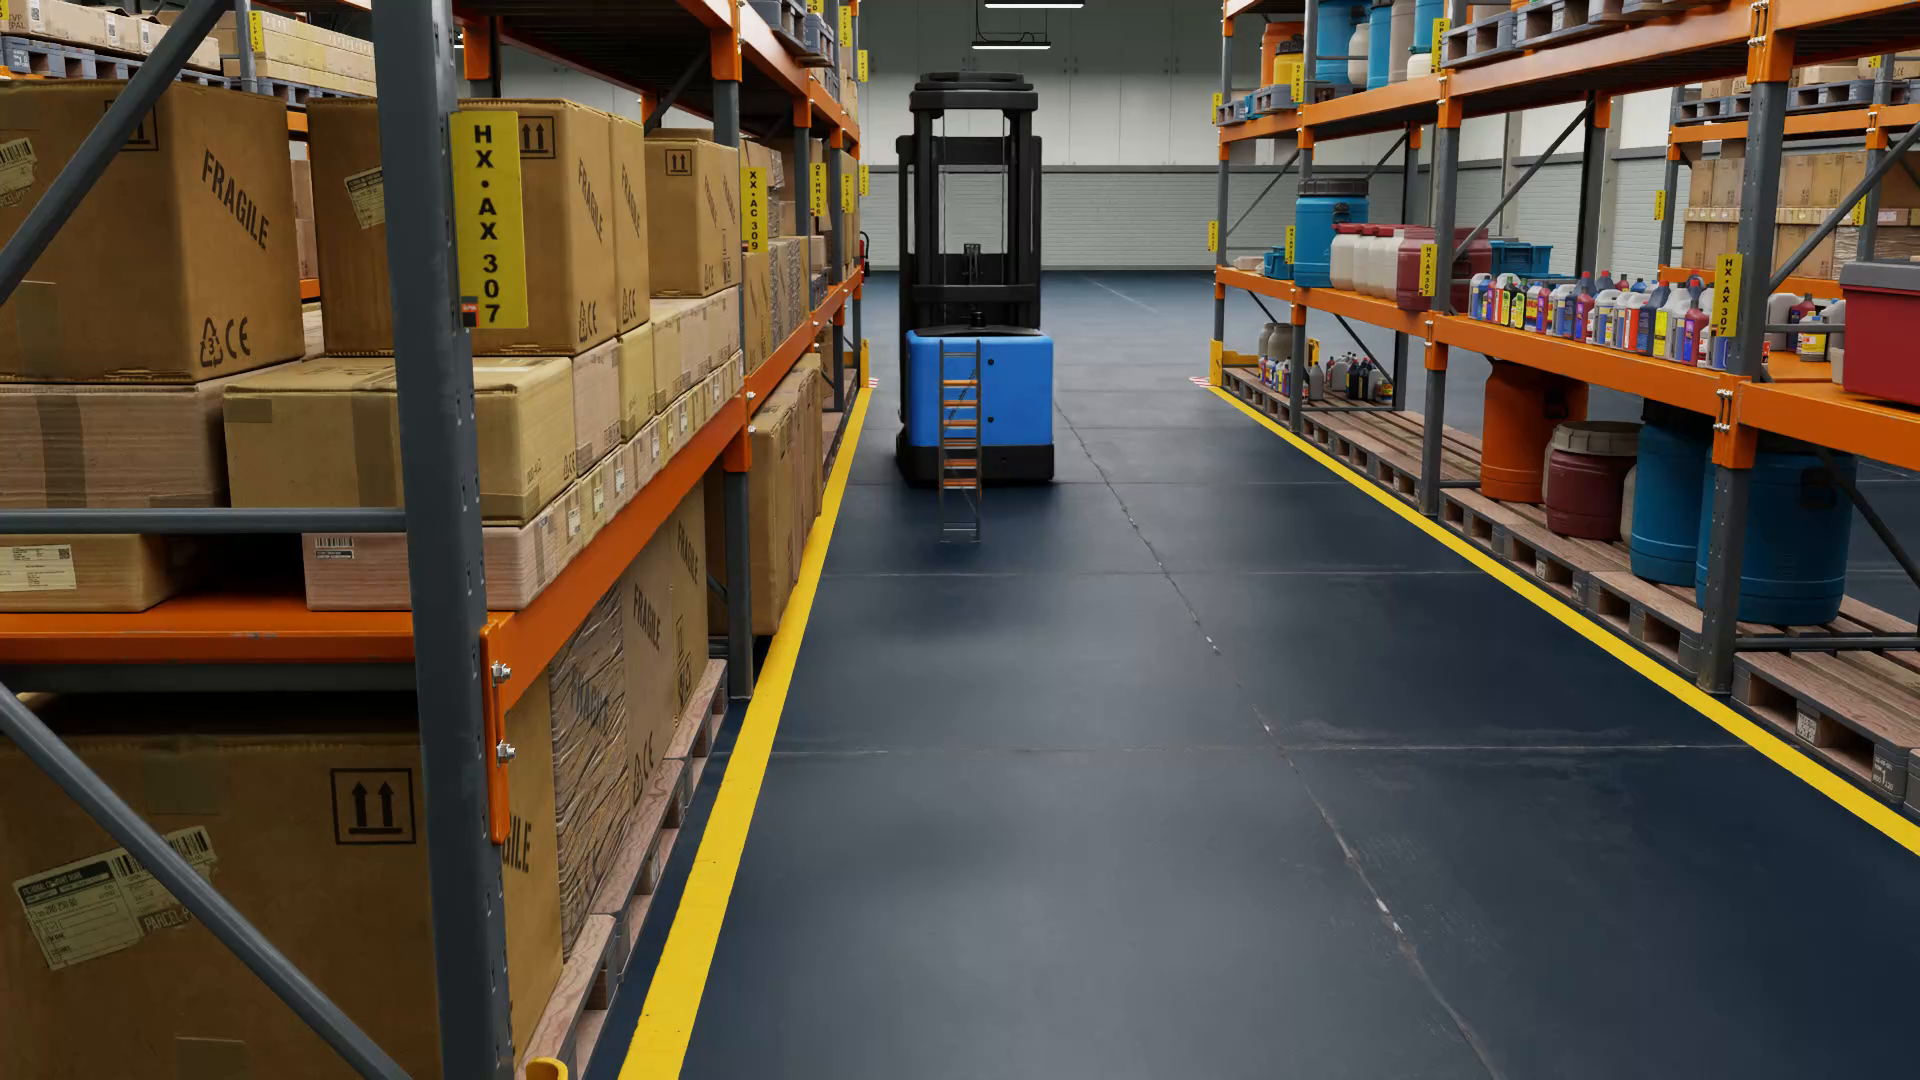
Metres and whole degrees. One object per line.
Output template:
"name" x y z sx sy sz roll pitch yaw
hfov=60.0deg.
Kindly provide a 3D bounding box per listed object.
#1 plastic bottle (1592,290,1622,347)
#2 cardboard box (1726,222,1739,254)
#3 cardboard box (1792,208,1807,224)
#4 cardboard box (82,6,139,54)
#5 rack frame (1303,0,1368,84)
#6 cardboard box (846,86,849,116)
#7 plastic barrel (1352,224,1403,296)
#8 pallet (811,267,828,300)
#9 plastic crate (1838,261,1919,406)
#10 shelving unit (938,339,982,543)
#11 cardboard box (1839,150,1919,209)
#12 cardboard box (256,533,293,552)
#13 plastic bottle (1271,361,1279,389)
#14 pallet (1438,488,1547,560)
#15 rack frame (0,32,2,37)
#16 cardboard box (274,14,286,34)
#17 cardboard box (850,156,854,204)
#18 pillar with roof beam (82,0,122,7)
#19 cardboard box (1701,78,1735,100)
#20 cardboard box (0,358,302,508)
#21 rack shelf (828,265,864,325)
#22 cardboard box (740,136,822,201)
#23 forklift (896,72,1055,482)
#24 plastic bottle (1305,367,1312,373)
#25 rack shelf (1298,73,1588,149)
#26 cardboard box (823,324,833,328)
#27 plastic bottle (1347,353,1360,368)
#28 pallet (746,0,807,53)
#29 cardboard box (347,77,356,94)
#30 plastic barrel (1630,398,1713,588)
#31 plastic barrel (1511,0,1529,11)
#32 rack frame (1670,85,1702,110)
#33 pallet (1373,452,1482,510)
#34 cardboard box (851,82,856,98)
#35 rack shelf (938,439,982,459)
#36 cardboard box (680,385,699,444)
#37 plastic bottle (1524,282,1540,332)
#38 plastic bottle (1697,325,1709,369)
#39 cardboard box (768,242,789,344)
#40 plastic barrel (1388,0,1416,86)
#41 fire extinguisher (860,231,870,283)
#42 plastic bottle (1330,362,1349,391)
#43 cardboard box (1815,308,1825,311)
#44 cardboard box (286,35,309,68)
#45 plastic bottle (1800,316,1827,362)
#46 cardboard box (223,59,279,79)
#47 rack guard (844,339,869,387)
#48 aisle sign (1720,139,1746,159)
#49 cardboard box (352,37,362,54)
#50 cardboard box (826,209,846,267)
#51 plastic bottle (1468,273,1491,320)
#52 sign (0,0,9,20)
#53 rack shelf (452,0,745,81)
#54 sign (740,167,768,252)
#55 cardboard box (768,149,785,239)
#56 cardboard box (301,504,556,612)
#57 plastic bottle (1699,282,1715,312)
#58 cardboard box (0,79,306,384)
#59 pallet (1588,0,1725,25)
"plastic bottle" 3.239 -1.100 8.250 0.152 0.276 0.135 0 11 -1
"cardboard box" 8.318 -2.996 17.032 0.700 0.500 0.500 0 11 -1
"cardboard box" 8.144 -3.070 15.767 0.380 0.149 0.250 0 11 -1
"cardboard box" -6.215 -3.640 11.831 0.500 0.311 0.500 0 11 -2
"rack frame" 3.431 -5.369 13.889 1.000 3.000 0.127 0 11 -1
"cardboard box" -1.290 -4.099 15.553 0.500 0.250 0.500 -1 11 -3
"plastic barrel" 3.247 -2.158 12.811 0.433 0.535 0.433 0 11 0
"pallet" -1.520 -1.912 12.423 1.003 0.211 1.213 0 11 -1
"plastic crate" 3.364 -0.720 5.754 0.402 0.464 0.583 0 11 -1
"shelving unit" 0.000 -0.591 9.954 0.258 1.200 0.189 0 11 -1
"cardboard box" 8.368 -3.221 14.878 0.700 0.500 0.500 0 11 -1
"cardboard box" -1.621 -0.071 3.496 0.380 0.149 0.250 0 11 -1
"plastic bottle" 3.087 -1.612 16.217 0.097 0.271 0.097 0 11 0
"pallet" 3.571 -0.110 10.071 1.003 0.211 1.213 0 11 -1
"rack frame" -6.399 -4.553 9.868 1.000 3.000 0.127 0 11 -1
"cardboard box" -6.156 -4.525 14.593 0.380 0.149 0.250 0 11 -2
"cardboard box" -1.321 -3.581 16.652 0.500 0.500 0.500 0 11 -1
"pillar with roof beam" -13.429 -9.535 34.426 9.100 9.000 0.548 0 11 -1
"cardboard box" 8.308 -4.924 17.574 0.797 0.503 0.637 1 11 3
"cardboard box" -1.548 -0.190 3.082 0.500 0.250 0.500 0 11 -2
"rack shelf" -1.562 -2.453 16.416 1.077 0.370 4.000 0 11 -1
"cardboard box" -1.645 -2.749 13.502 1.000 1.000 1.000 0 11 -1
"forklift" 0.061 -2.100 13.038 1.130 2.935 3.031 -1 11 -4
"plastic bottle" 3.273 -1.480 15.553 0.152 0.276 0.135 0 11 -1
"rack shelf" 3.472 -3.148 12.299 1.077 0.370 4.000 0 11 -1
"cardboard box" -1.608 -2.060 17.899 0.500 0.500 0.500 2 12 9
"plastic bottle" 3.816 -1.630 16.106 0.144 0.351 0.185 0 11 -2
"pallet" -1.346 -2.640 8.461 1.003 0.211 1.213 0 11 1
"cardboard box" -6.193 -4.487 16.414 0.380 0.149 0.250 0 11 -1
"plastic barrel" 3.587 -0.265 8.041 0.600 0.901 0.708 0 11 -1
"plastic barrel" 3.522 -3.407 9.627 0.600 0.830 0.708 0 11 -1
"rack frame" 8.301 -6.183 17.905 1.000 3.000 0.127 0 11 -1
"pallet" 3.536 -0.421 11.603 1.003 0.211 1.213 0 11 -1
"cardboard box" -1.254 -4.585 16.947 0.380 0.149 0.250 0 11 -1
"rack shelf" 0.000 -0.547 9.963 0.258 0.103 0.180 0 11 -1
"cardboard box" -0.995 -0.380 5.020 0.380 0.149 0.250 0 11 -2
"plastic bottle" 3.191 -1.295 9.224 0.097 0.271 0.097 0 11 0
"plastic bottle" 3.235 -0.841 7.159 0.097 0.201 0.097 0 11 0
"cardboard box" -1.152 -1.261 8.481 0.500 0.500 0.500 0 11 0
"plastic barrel" 3.672 -3.914 13.002 0.600 0.901 0.600 0 11 0
"fire extinguisher" -1.145 -3.190 18.433 0.296 0.674 0.183 0 11 -1
"plastic bottle" 3.669 -1.588 16.085 0.152 0.276 0.135 0 11 -1
"cardboard box" 8.654 -2.066 16.669 0.500 0.500 0.500 0 11 -1
"cardboard box" -6.224 -4.404 14.998 0.500 0.250 0.500 0 11 -2
"plastic bottle" 3.836 -0.903 7.465 0.097 0.201 0.097 0 11 0
"cardboard box" -6.150 -4.083 14.422 0.380 0.149 0.250 0 11 -2
"rack guard" -1.602 -1.963 18.478 1.175 0.500 0.348 0 11 -1
"aisle sign" 8.593 -4.532 18.313 0.394 0.787 0.004 0 11 -1
"cardboard box" -6.199 -4.928 16.581 0.380 0.149 0.250 0 11 -1
"cardboard box" -1.469 -2.693 14.788 0.875 0.500 0.500 0 11 -1
"plastic bottle" 3.199 -1.485 10.148 0.152 0.276 0.135 0 11 -1
"sign" -5.857 -3.338 10.123 0.100 0.325 0.005 0 11 -1
"rack shelf" -1.314 -1.538 4.360 1.077 0.370 4.000 0 11 -1
"sign" -0.801 -1.284 6.465 0.100 0.325 0.005 0 11 -1
"cardboard box" -1.439 -2.008 9.639 0.797 0.503 0.637 0 11 1
"cardboard box" -0.950 0.028 3.006 0.380 0.149 0.250 0 11 -1
"plastic bottle" 3.394 -0.996 7.548 0.144 0.351 0.185 0 11 -1
"cardboard box" -1.546 -0.558 3.010 0.500 0.500 0.500 0 11 0
"pallet" 3.482 -2.371 7.133 1.213 0.211 1.003 0 11 -1
